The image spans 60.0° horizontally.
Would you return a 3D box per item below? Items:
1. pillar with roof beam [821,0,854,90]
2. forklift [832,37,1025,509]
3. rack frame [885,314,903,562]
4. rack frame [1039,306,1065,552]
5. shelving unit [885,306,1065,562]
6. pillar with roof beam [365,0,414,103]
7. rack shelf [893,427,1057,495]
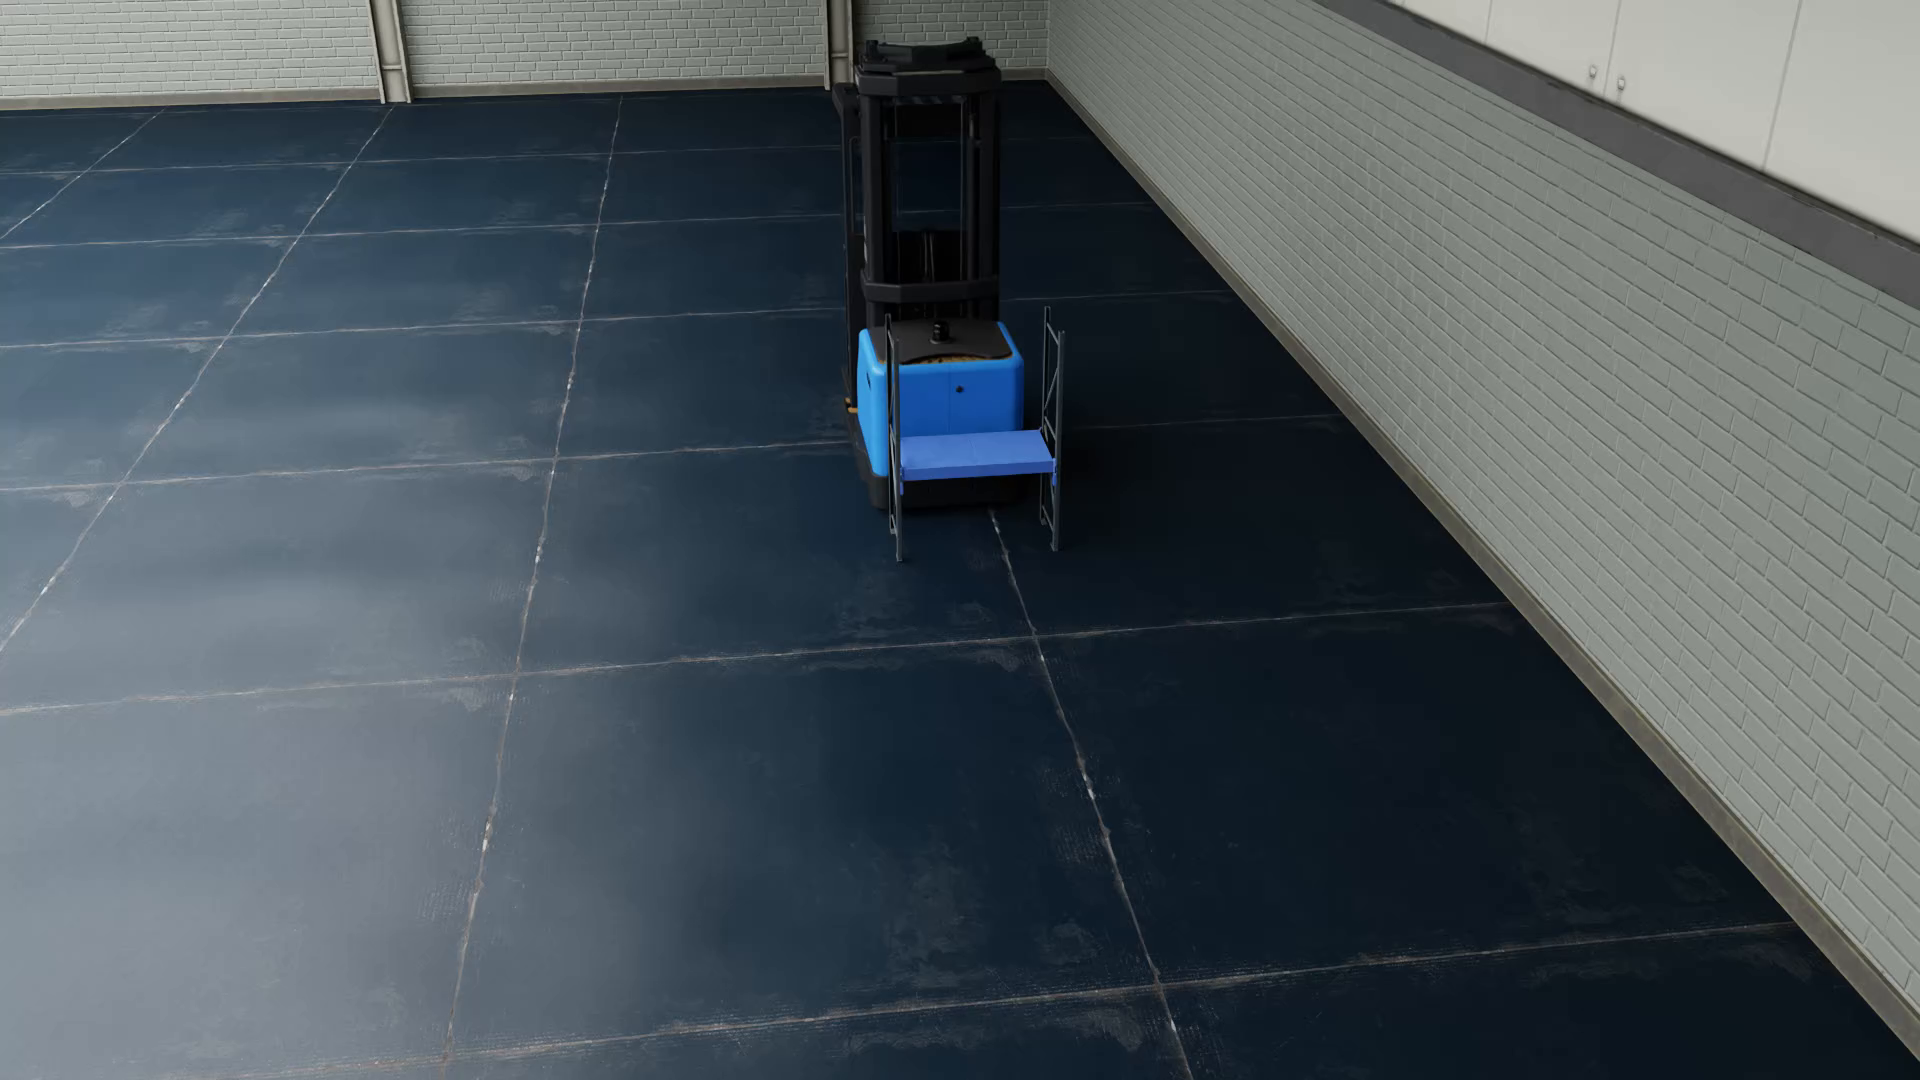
[{"bbox_3d":[-1.094,-8.411,17.488,0.400,9.000,9.100,-4,27,-7],"label":"pillar with roof beam"},{"bbox_3d":[-0.304,-2.159,11.950,1.130,2.935,3.031,-4,27,-8],"label":"forklift"},{"bbox_3d":[-0.419,-0.640,10.558,0.032,1.500,0.500,-4,27,-7],"label":"rack frame"},{"bbox_3d":[0.588,-0.705,10.684,0.032,1.500,0.500,-4,27,-7],"label":"rack frame"},{"bbox_3d":[0.084,-0.673,10.621,1.048,1.500,0.538,-4,27,-7],"label":"shelving unit"},{"bbox_3d":[-7.035,-8.029,16.744,0.400,9.000,9.100,-4,27,-7],"label":"pillar with roof beam"},{"bbox_3d":[0.084,-0.513,10.703,1.000,0.185,0.538,-4,27,-7],"label":"rack shelf"}]
